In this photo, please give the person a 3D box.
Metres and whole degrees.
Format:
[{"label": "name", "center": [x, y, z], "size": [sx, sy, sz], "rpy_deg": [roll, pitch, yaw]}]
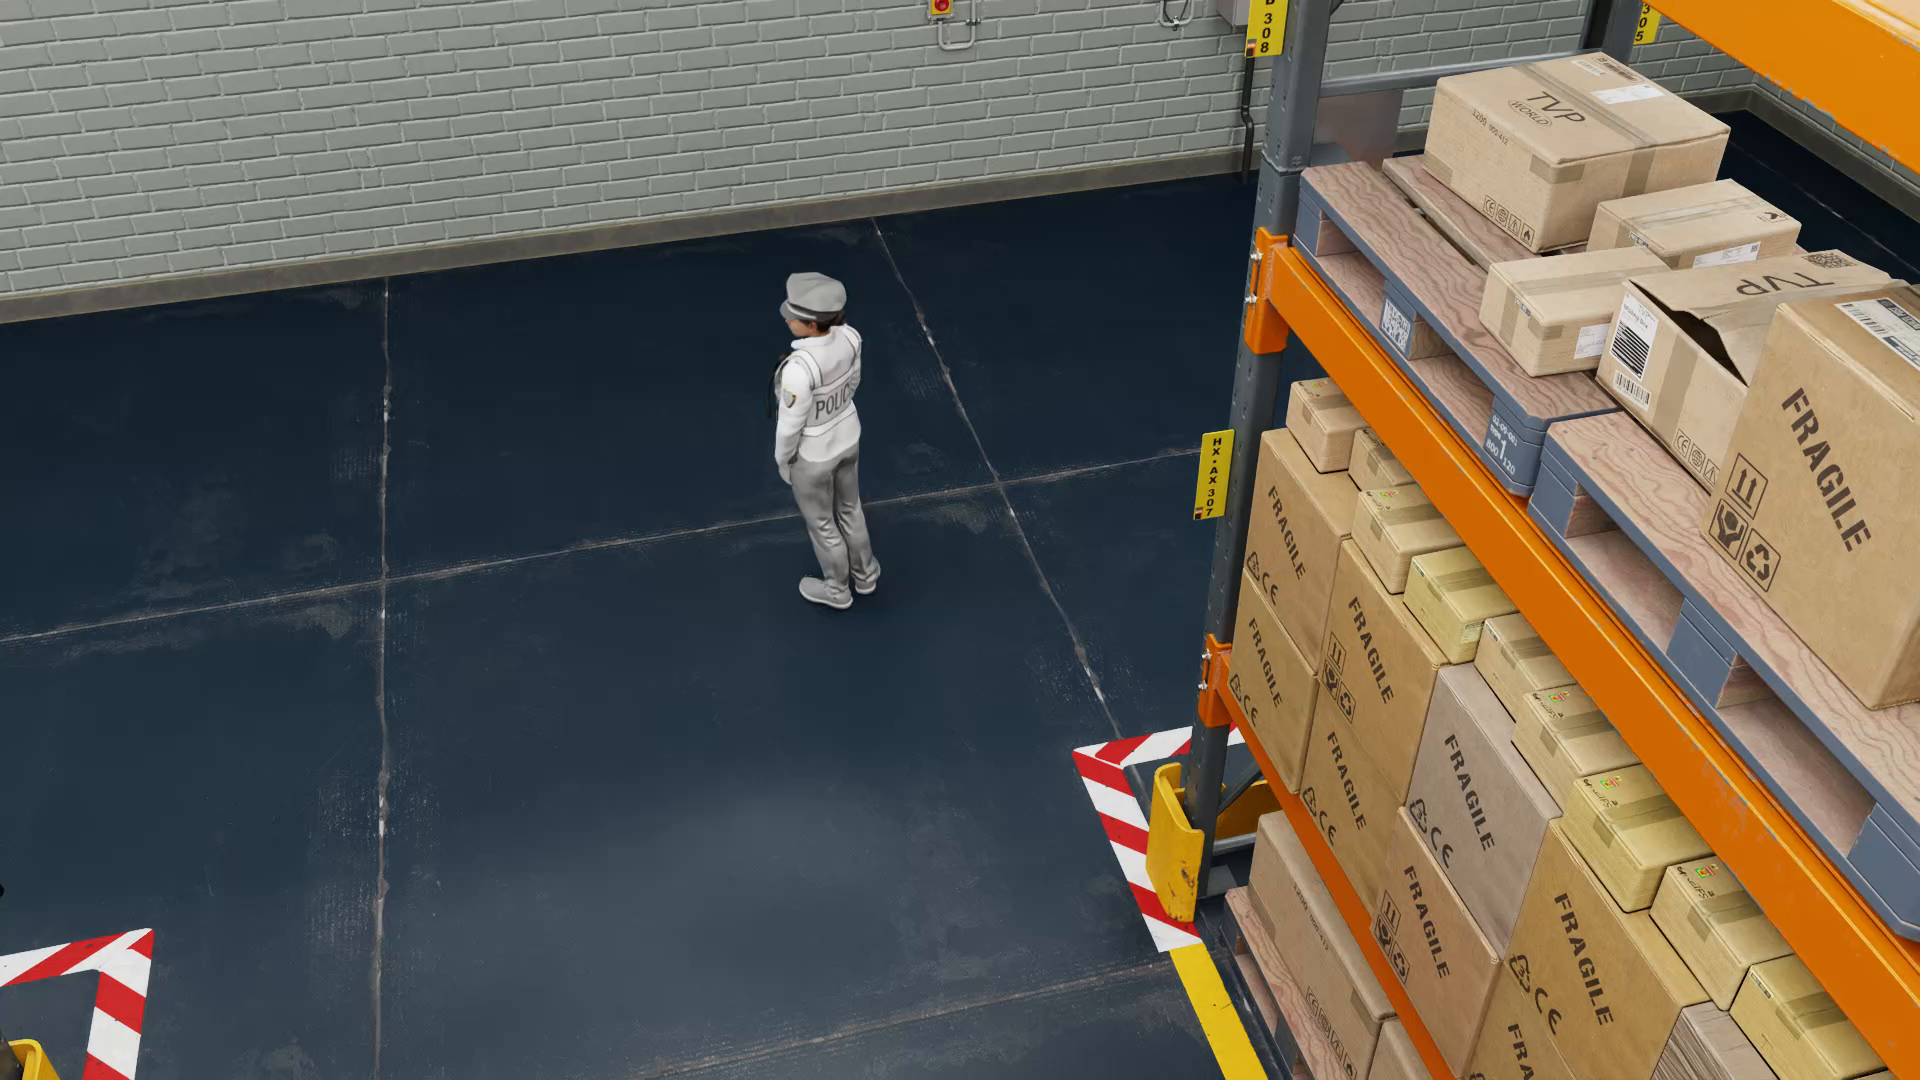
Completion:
[{"label": "person", "center": [-0.583, -0.419, 7.211], "size": [0.378, 1.686, 0.564], "rpy_deg": [26, 45, 29]}]
